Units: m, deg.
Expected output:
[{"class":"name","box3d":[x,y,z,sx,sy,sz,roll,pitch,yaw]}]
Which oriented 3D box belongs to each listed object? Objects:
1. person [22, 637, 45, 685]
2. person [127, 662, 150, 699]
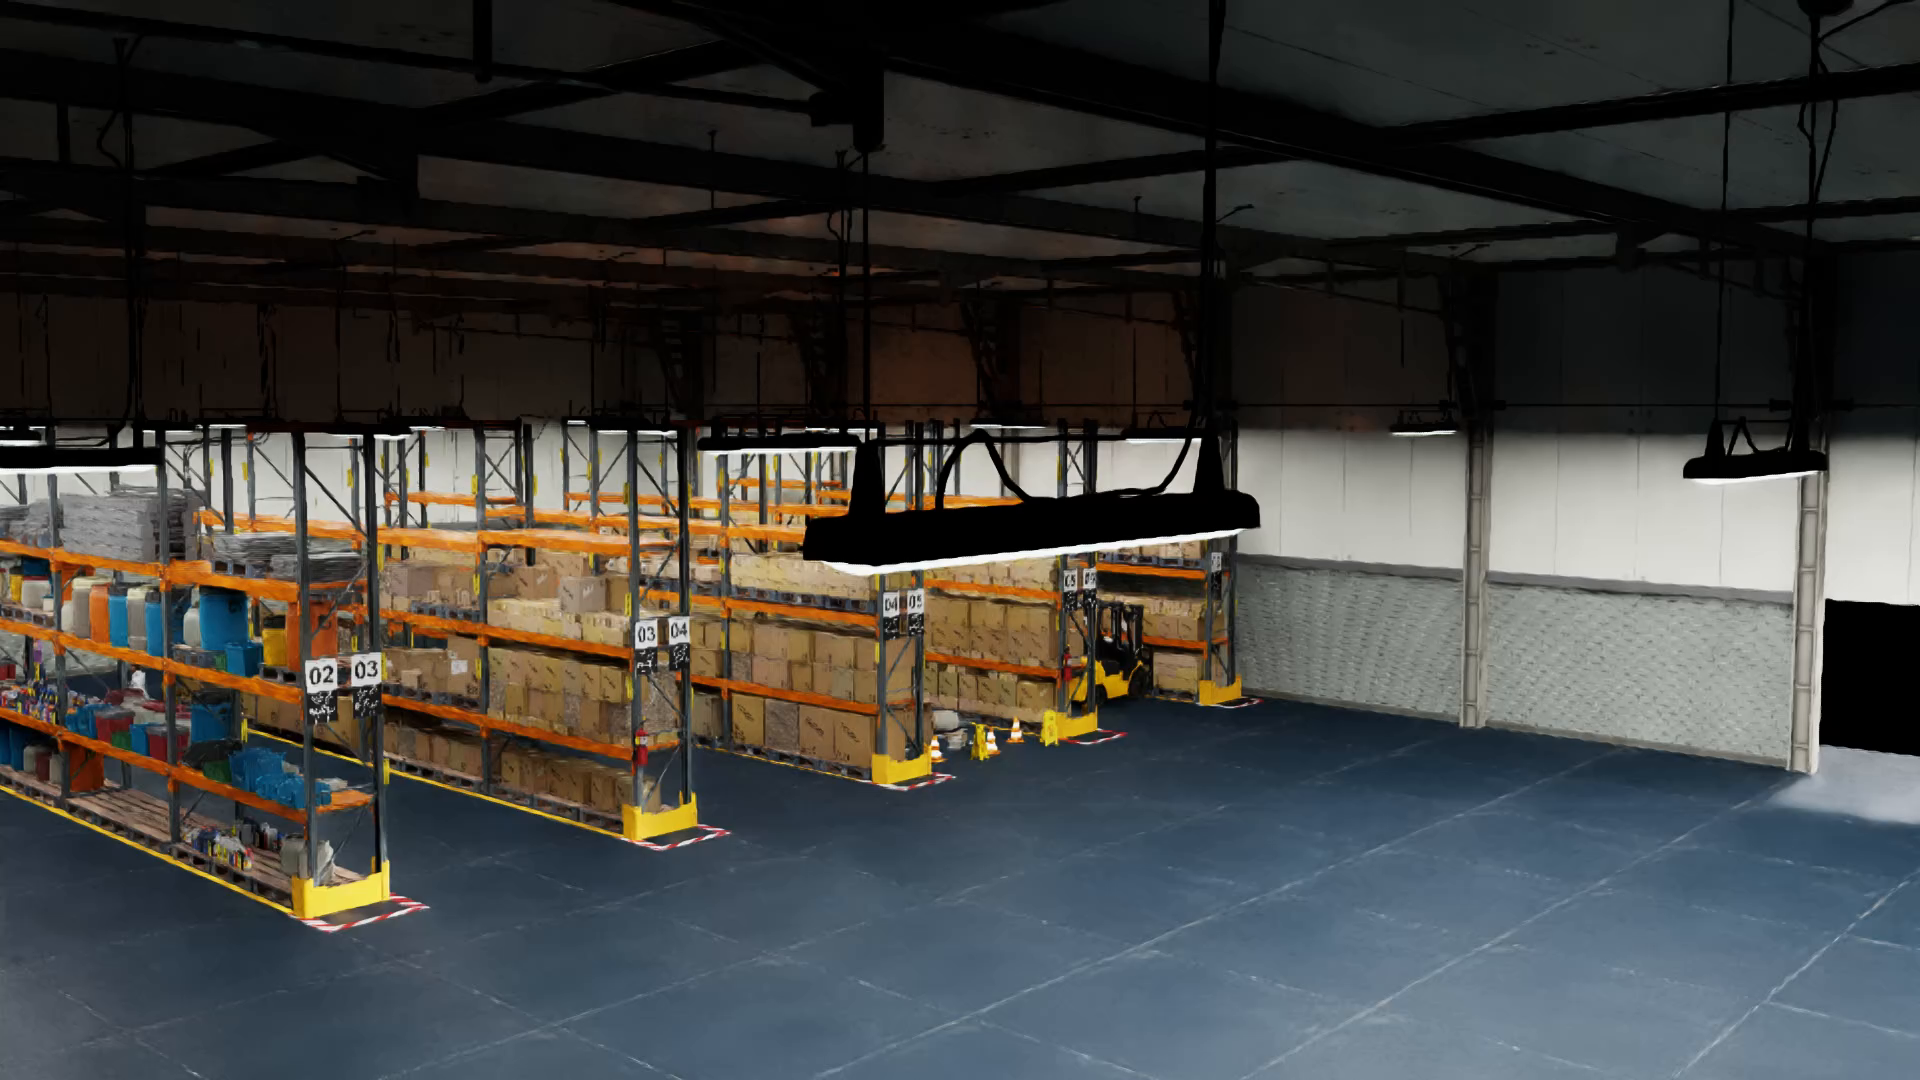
[{"class":"person","box3d":[-19.815,2.656,35.553,1.037,1.517,0.417,5,7,44]},{"class":"person","box3d":[-15.097,2.993,30.504,0.543,1.664,0.580,-2,5,-22]}]
